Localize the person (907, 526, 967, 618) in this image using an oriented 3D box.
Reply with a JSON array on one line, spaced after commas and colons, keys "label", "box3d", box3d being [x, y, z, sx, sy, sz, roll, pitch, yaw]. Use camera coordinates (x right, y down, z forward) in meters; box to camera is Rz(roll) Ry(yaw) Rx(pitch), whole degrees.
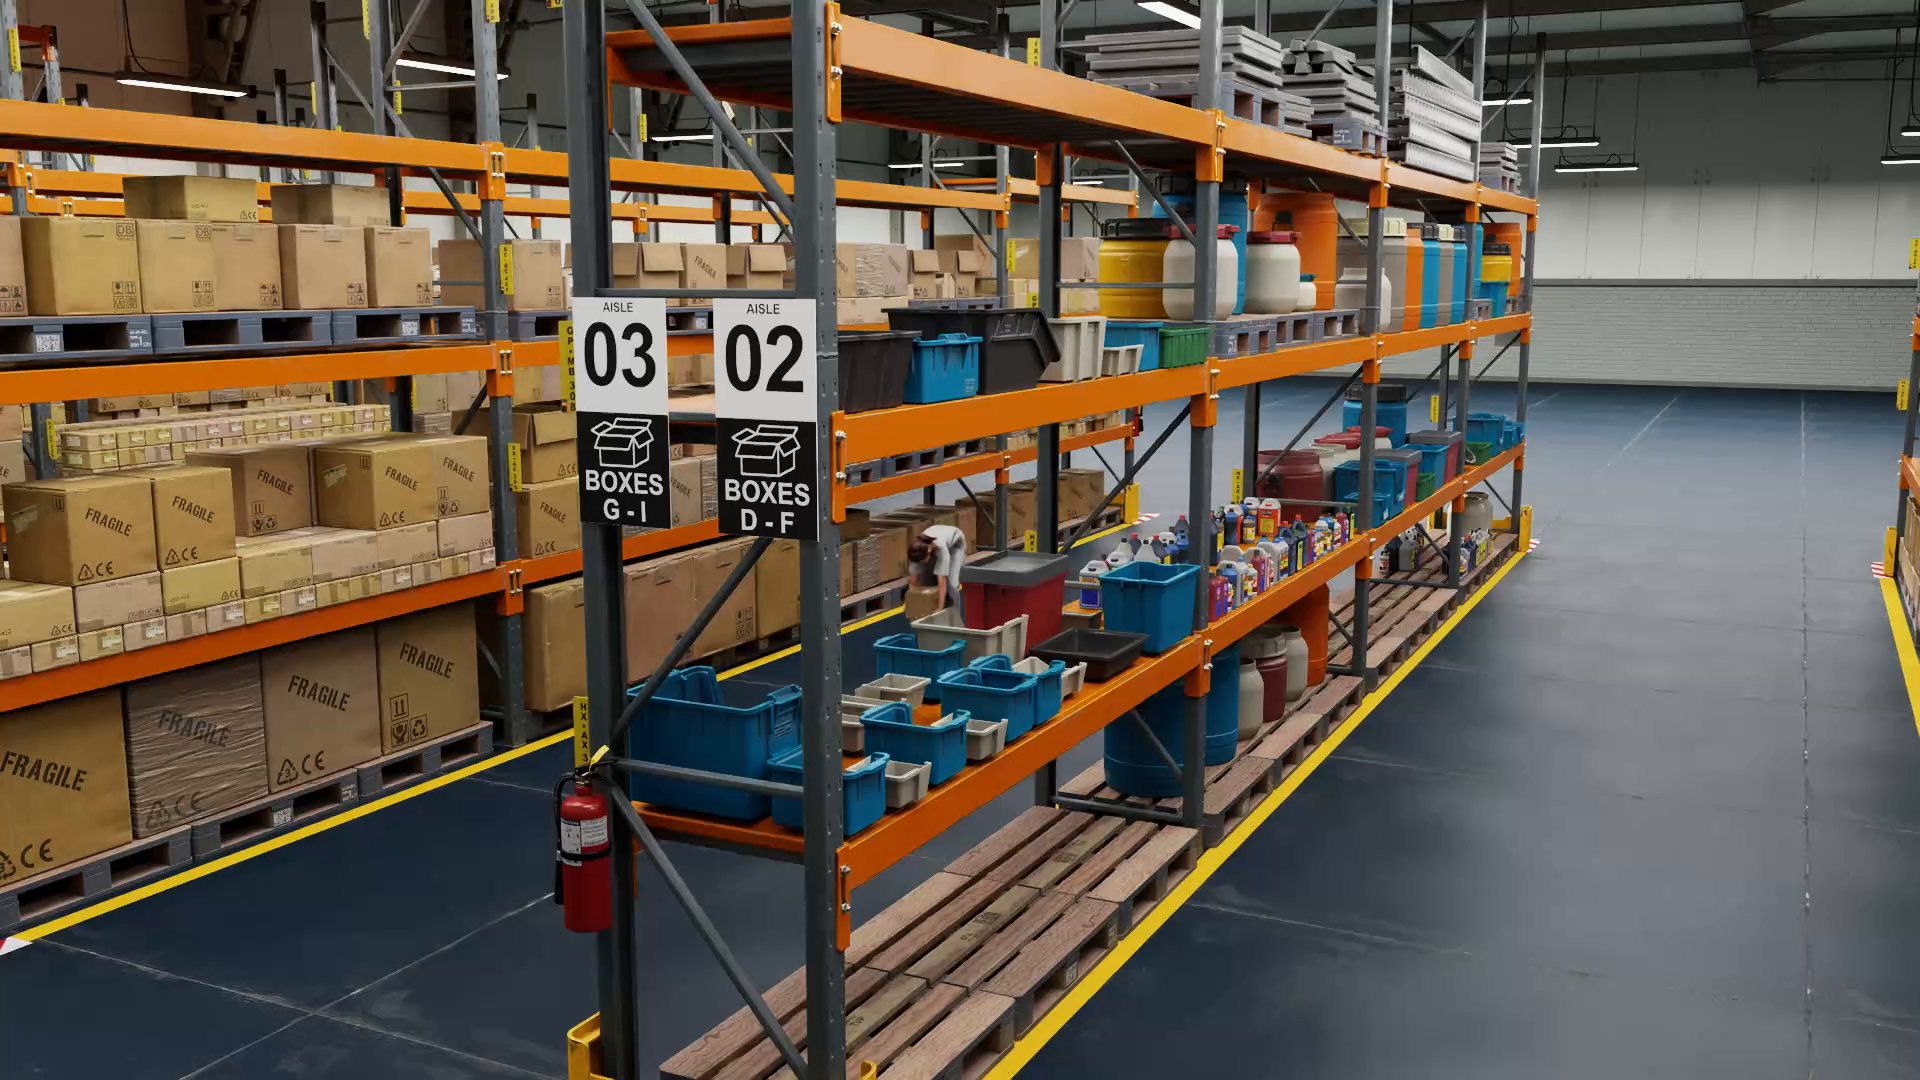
[{"label": "person", "box3d": [-0.236, 0.404, 14.914, 0.427, 1.024, 0.872, 4, 10, 24]}]
